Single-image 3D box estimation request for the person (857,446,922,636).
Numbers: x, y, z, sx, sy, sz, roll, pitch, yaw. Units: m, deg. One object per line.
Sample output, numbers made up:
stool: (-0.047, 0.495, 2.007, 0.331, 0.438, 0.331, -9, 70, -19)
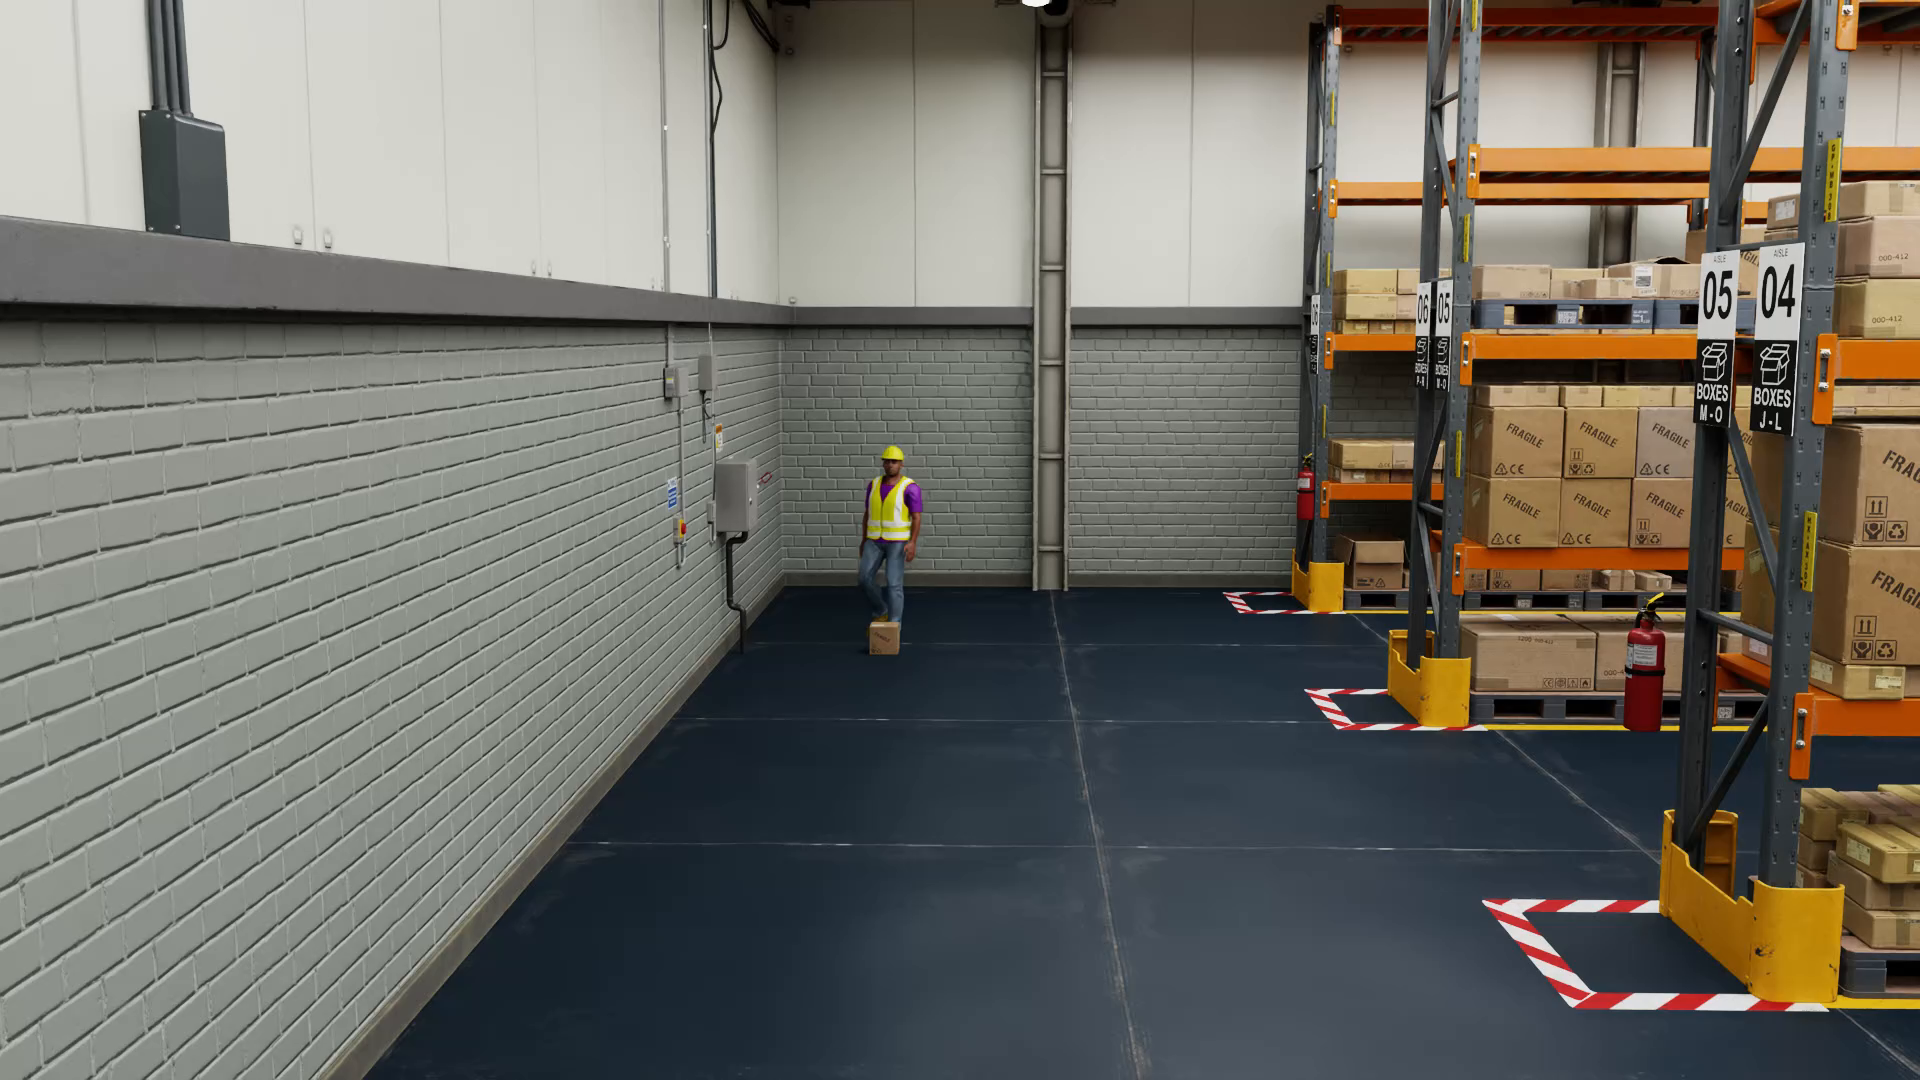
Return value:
person: (-0.679, 0.030, 15.227, 0.619, 1.771, 0.516, 3, 8, 24)
